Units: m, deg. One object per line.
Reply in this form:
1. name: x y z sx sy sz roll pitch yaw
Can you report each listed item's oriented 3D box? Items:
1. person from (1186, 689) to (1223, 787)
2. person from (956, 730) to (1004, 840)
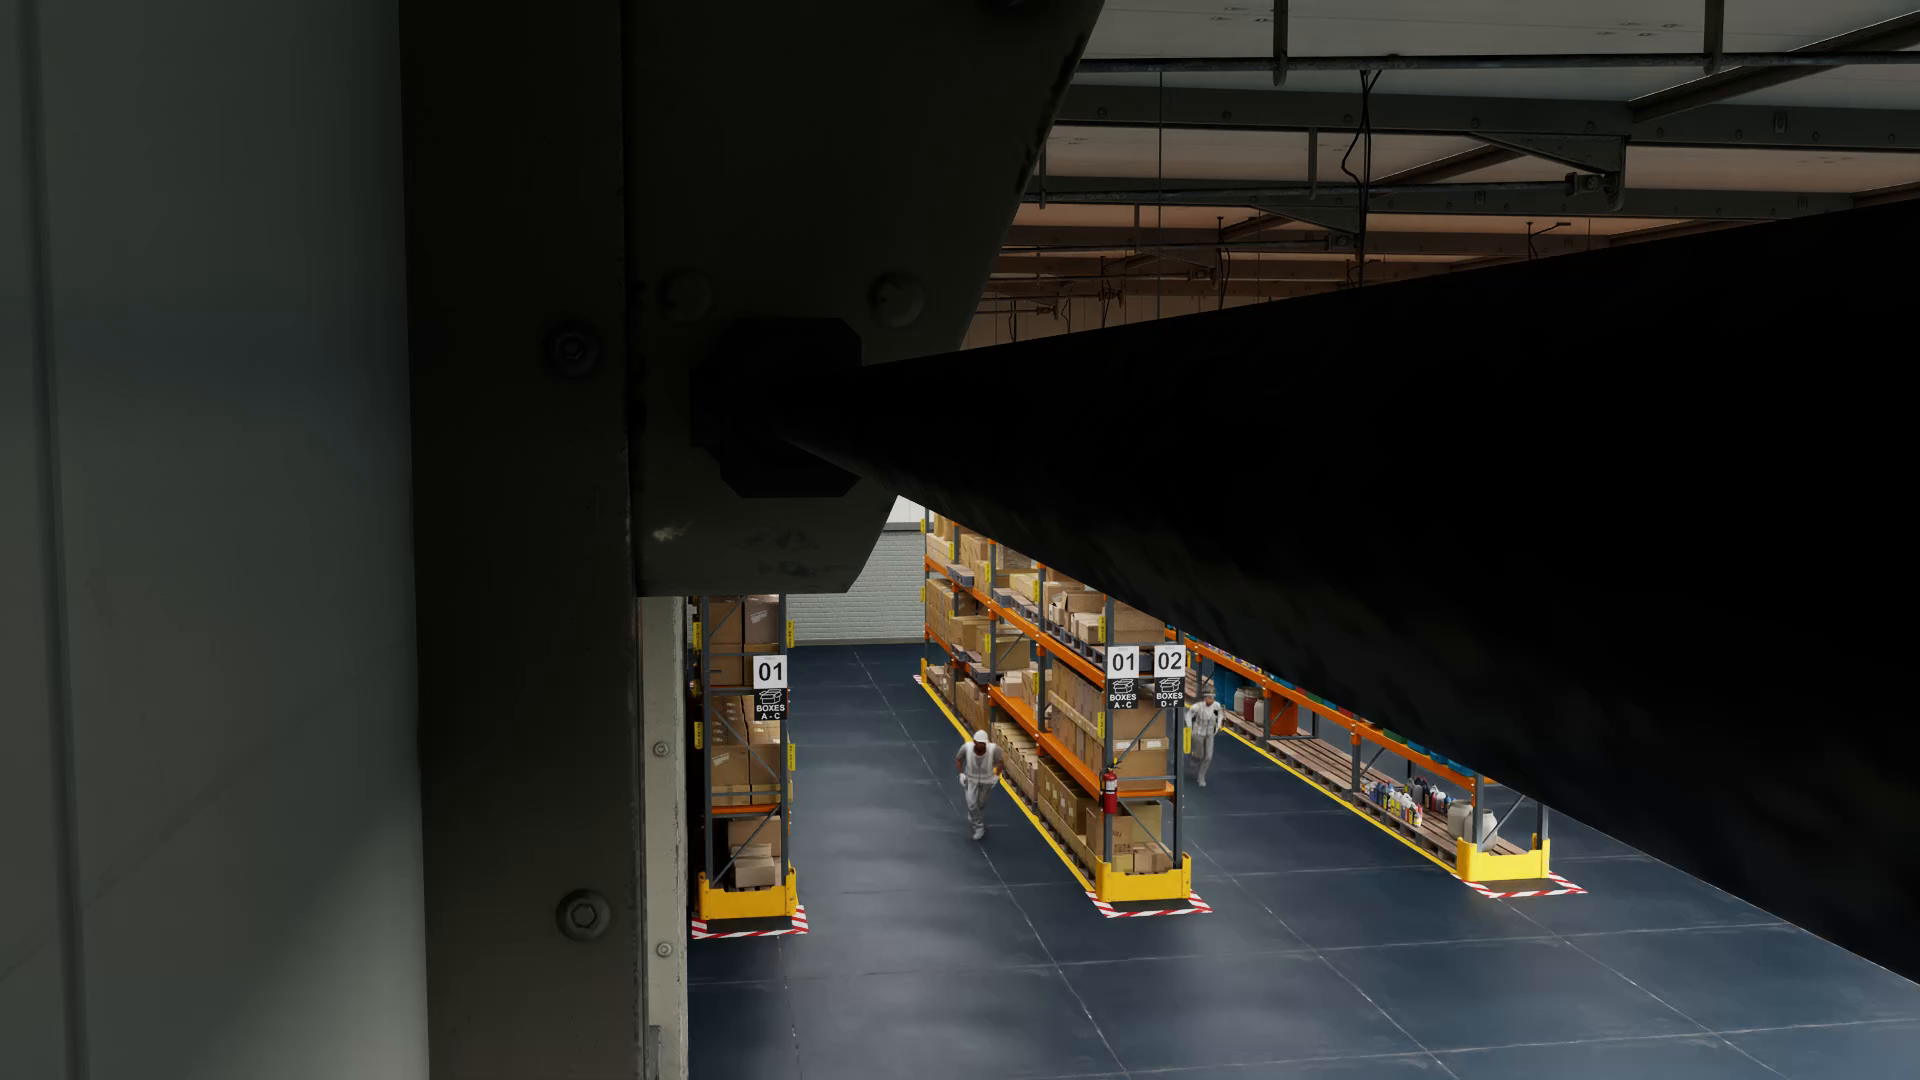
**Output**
1. person: 3.956 3.172 27.060 0.613 1.626 0.777 -1 5 -16
2. person: 0.275 3.449 23.855 0.687 1.613 1.079 0 5 -3
